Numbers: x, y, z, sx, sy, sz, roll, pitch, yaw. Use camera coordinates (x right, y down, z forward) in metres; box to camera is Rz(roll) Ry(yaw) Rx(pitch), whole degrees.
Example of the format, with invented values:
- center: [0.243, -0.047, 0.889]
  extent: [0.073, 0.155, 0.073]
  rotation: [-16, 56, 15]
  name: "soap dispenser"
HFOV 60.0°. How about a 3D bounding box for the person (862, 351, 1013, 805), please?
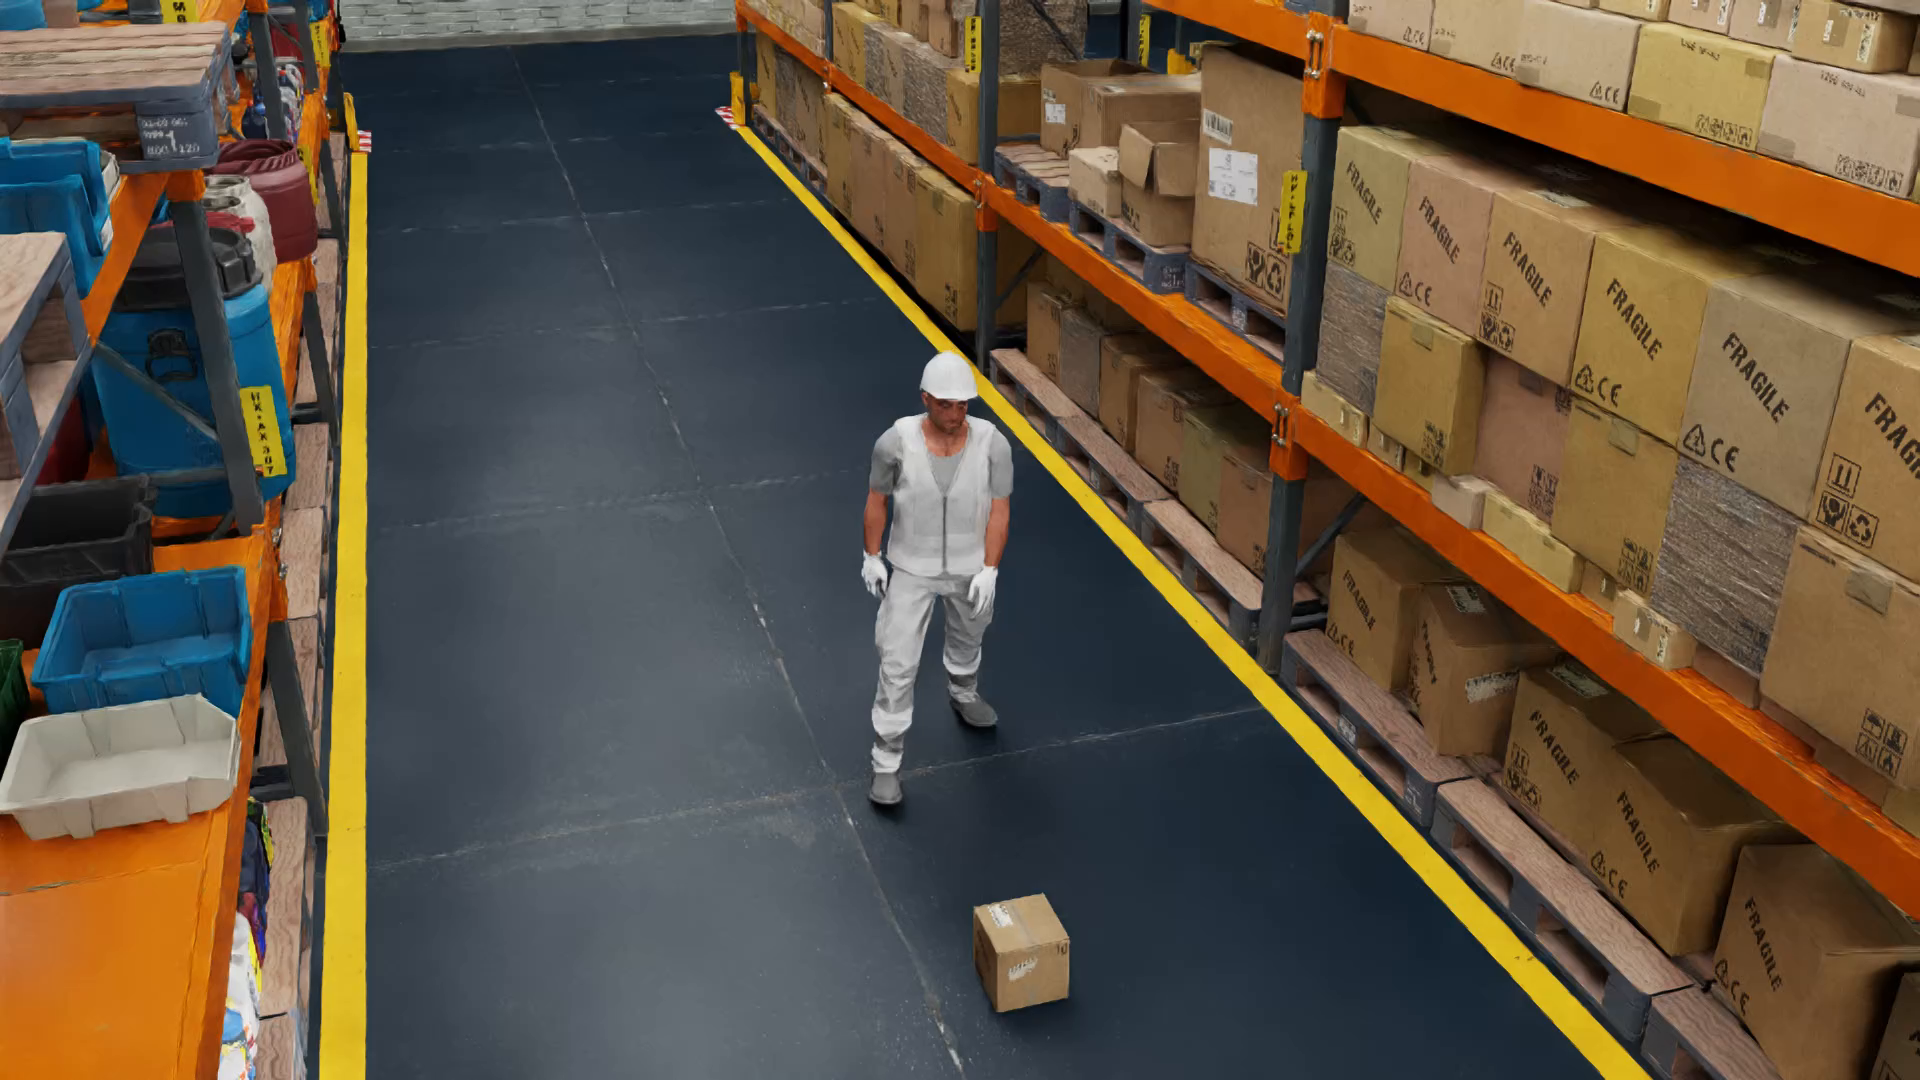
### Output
- center: [-0.100, 0.099, 6.419]
  extent: [0.611, 1.755, 0.805]
  rotation: [-4, 26, -8]
  name: "person"
